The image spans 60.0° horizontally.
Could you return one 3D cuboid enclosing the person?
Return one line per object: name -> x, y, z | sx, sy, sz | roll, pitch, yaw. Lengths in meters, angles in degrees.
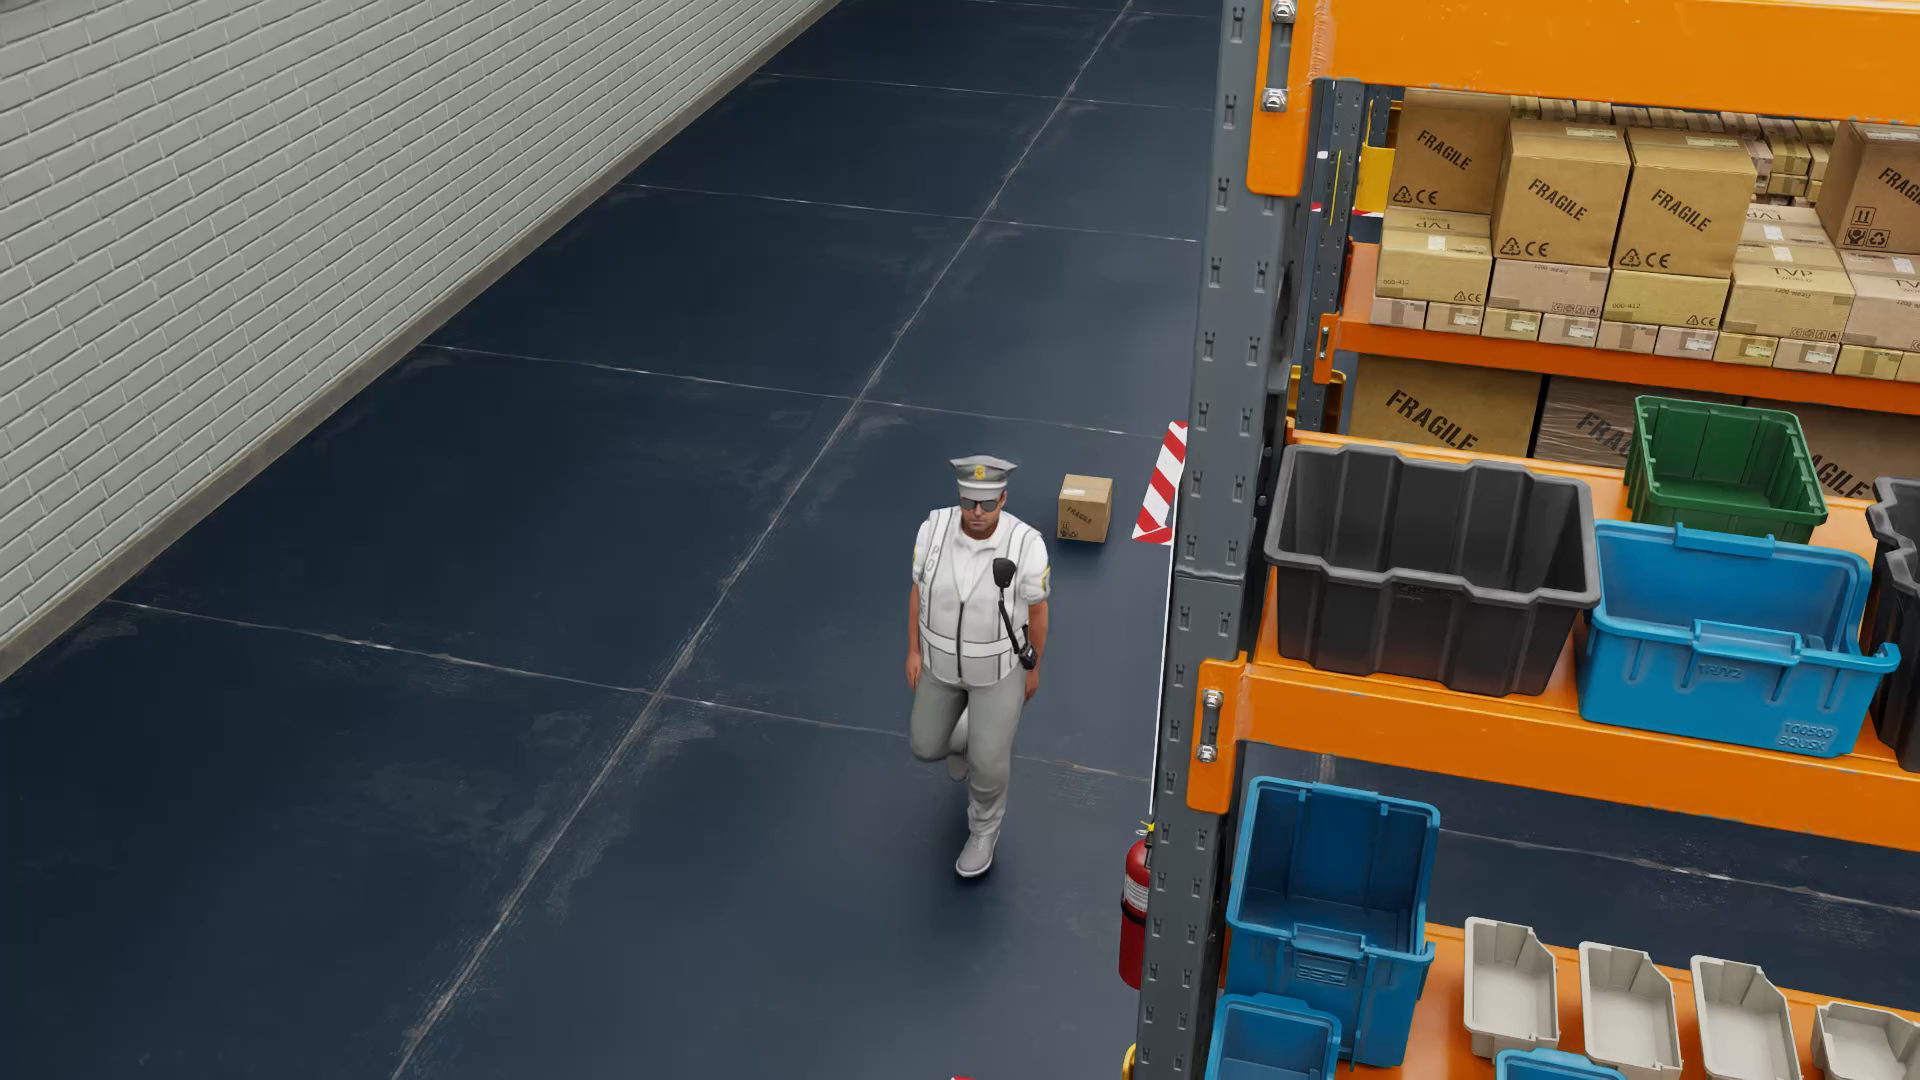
person -> 0.062, 0.426, 6.401 | 0.545, 1.755, 0.679 | 10, 34, 15
